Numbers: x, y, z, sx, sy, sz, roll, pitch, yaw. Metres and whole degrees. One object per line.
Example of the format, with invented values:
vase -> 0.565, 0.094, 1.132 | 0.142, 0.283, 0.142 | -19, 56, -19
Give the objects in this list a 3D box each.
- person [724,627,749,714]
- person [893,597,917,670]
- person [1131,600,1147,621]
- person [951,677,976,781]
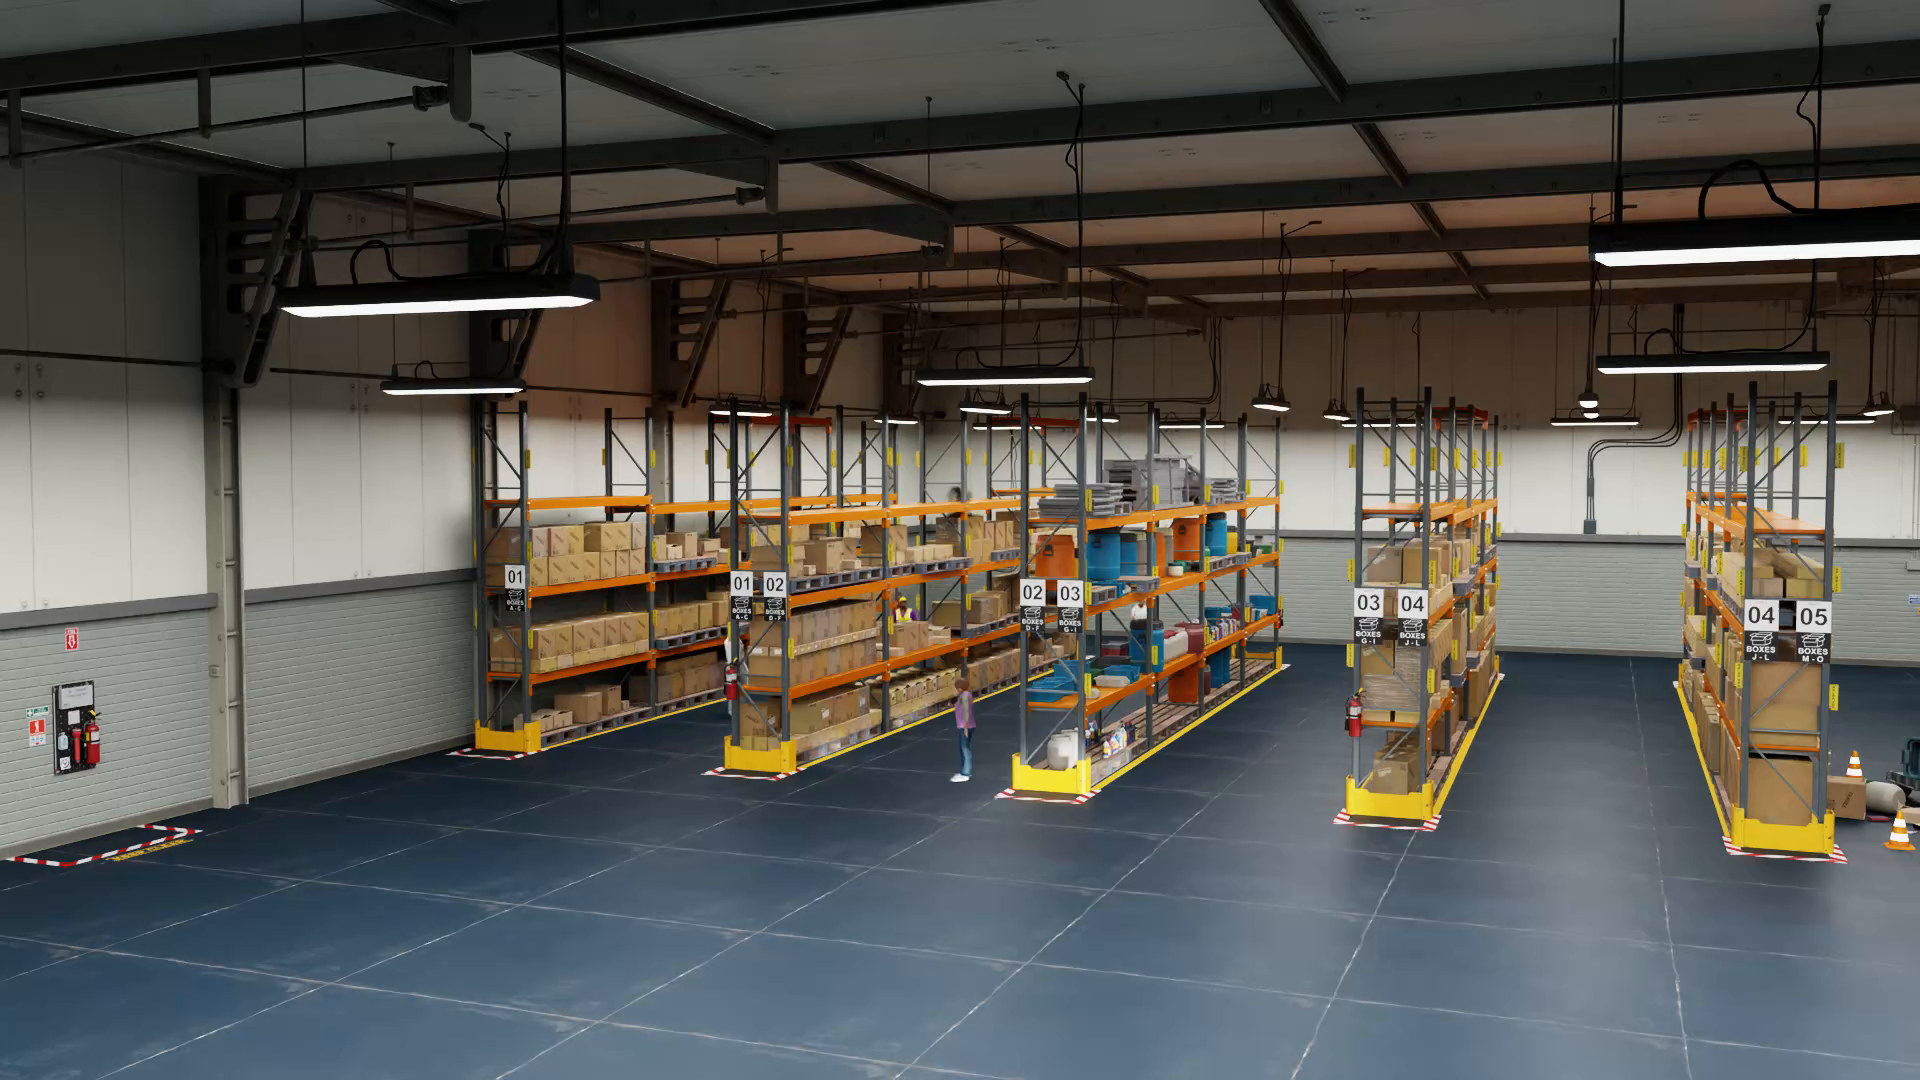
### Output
person -> -4.384, 2.550, 32.563 | 0.462, 1.830, 0.610 | 2, 3, 32
person -> -1.325, 2.216, 39.484 | 0.697, 1.713, 1.058 | 1, 3, 20
person -> 4.445, 2.197, 40.783 | 0.511, 1.671, 0.547 | -1, 3, -16
person -> 0.063, 2.940, 25.908 | 0.363, 1.592, 0.500 | 1, 3, 11
